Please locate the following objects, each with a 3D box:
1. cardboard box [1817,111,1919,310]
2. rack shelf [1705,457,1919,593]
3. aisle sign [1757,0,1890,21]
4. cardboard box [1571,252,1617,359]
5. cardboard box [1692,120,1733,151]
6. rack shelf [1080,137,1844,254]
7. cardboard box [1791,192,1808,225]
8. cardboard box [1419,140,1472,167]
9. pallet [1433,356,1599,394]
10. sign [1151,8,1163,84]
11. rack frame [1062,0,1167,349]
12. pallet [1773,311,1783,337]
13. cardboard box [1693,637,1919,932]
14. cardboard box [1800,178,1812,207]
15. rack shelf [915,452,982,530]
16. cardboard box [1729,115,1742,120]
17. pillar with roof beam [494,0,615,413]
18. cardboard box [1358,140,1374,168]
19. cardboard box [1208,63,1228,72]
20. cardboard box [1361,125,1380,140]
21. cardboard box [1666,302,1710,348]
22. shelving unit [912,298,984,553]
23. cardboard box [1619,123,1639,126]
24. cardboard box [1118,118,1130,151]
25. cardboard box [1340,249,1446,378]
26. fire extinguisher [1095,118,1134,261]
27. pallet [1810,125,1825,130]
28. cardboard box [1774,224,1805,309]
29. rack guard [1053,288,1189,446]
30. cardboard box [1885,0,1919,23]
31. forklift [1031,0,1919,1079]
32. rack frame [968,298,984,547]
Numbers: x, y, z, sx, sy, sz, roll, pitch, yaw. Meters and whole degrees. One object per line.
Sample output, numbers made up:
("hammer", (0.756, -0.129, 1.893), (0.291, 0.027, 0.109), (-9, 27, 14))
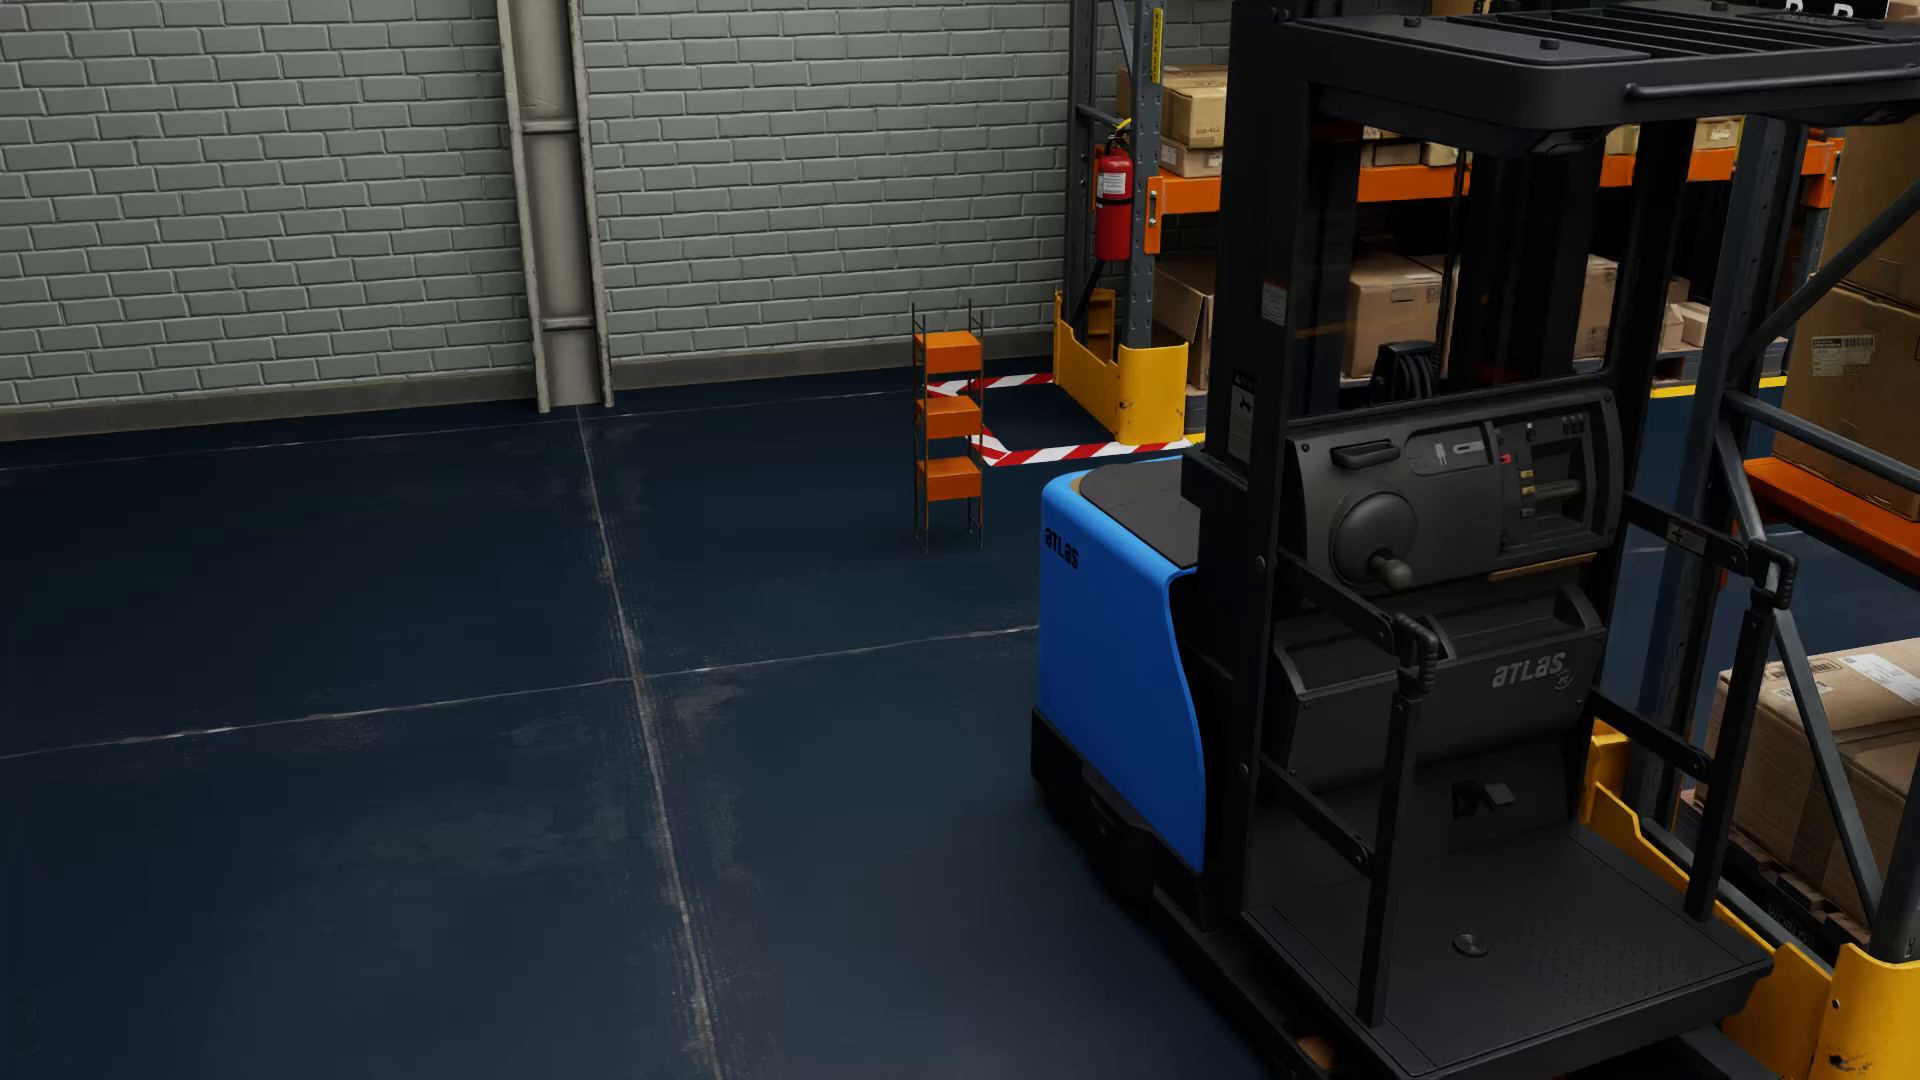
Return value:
("cardboard box", (2.499, -0.840, 4.009), (0.500, 0.500, 0.500), (-6, 24, -13))
("rack shelf", (4.025, -0.075, 4.534), (4.000, 0.370, 1.077), (-6, 24, -14))
("aisle sign", (1.946, -1.498, 3.640), (0.004, 0.787, 0.394), (-6, 24, -14))
("cardboard box", (3.202, -1.337, 9.200), (0.500, 0.500, 0.700), (-7, 24, -16))
("cardboard box", (3.879, -2.185, 8.857), (0.250, 0.149, 0.380), (-6, 24, -13))
("rack shelf", (2.680, -1.960, 8.925), (4.000, 0.370, 1.077), (-6, 24, -14))
("cardboard box", (4.882, -1.994, 9.908), (0.250, 0.149, 0.380), (-7, 24, -16))
("cardboard box", (2.399, -2.011, 8.451), (0.250, 0.149, 0.380), (-7, 24, -16))
("pallet", (2.768, -1.017, 9.354), (1.213, 0.211, 1.003), (-6, 24, -14))
("sign", (0.901, -2.269, 7.636), (0.005, 0.325, 0.100), (-6, 24, -14))
("rack frame", (0.755, -2.077, 8.287), (0.127, 3.000, 1.000), (-6, 24, -14))
("pallet", (5.379, -1.323, 10.065), (1.213, 0.211, 1.003), (-6, 24, -14))
("cardboard box", (2.708, 0.683, 4.571), (0.875, 0.438, 0.875), (-7, 24, -16))
("cardboard box", (5.007, -1.942, 9.411), (0.250, 0.149, 0.380), (-7, 24, -15))
("rack shelf", (-0.052, -0.212, 7.143), (0.240, 0.259, 0.215), (-6, 24, -14))
("cardboard box", (4.182, -2.424, 8.909), (0.500, 0.250, 0.500), (-6, 24, -13))
("pillar with roof beam", (-0.922, -3.255, 3.423), (0.400, 9.000, 9.100), (-6, 24, -14))
("cardboard box", (1.881, -1.982, 8.384), (0.250, 0.149, 0.380), (-6, 24, -13))
("cardboard box", (1.623, -2.349, 8.734), (0.500, 0.250, 0.500), (-6, 24, -14))
("cardboard box", (1.750, -2.145, 8.257), (0.500, 0.250, 0.500), (-6, 24, -14))
("cardboard box", (4.149, -1.215, 9.361), (0.250, 0.149, 0.380), (-7, 24, -16))
("shelving unit", (-0.052, -0.477, 7.030), (0.252, 1.050, 0.215), (-6, 24, -14))
("cardboard box", (3.219, -2.317, 8.659), (0.500, 0.250, 0.500), (-6, 24, -15))
("cardboard box", (1.001, -2.099, 8.656), (0.250, 0.149, 0.380), (-7, 24, -15))
("cardboard box", (2.203, -1.227, 8.943), (0.500, 0.500, 0.700), (-5, 24, -12))
("fire extinguisher", (0.738, -1.679, 7.930), (0.183, 0.674, 0.296), (-6, 24, -14))
("pallet", (5.405, -2.459, 9.419), (1.213, 0.211, 1.003), (-6, 24, -14))
("cardboard box", (4.999, -1.712, 10.073), (0.500, 0.500, 0.500), (-6, 24, -15))
("rack guard", (0.828, -0.937, 8.799), (0.348, 0.500, 1.175), (-6, 24, -14))
("cardboard box", (5.132, -2.709, 9.099), (0.500, 0.500, 0.700), (-6, 24, -13))
("forklift", (1.278, -0.095, 3.755), (1.130, 2.935, 3.031), (-10, 25, -21))
("rack frame", (0.066, -0.490, 7.060), (0.008, 1.050, 0.200), (-6, 24, -14))
